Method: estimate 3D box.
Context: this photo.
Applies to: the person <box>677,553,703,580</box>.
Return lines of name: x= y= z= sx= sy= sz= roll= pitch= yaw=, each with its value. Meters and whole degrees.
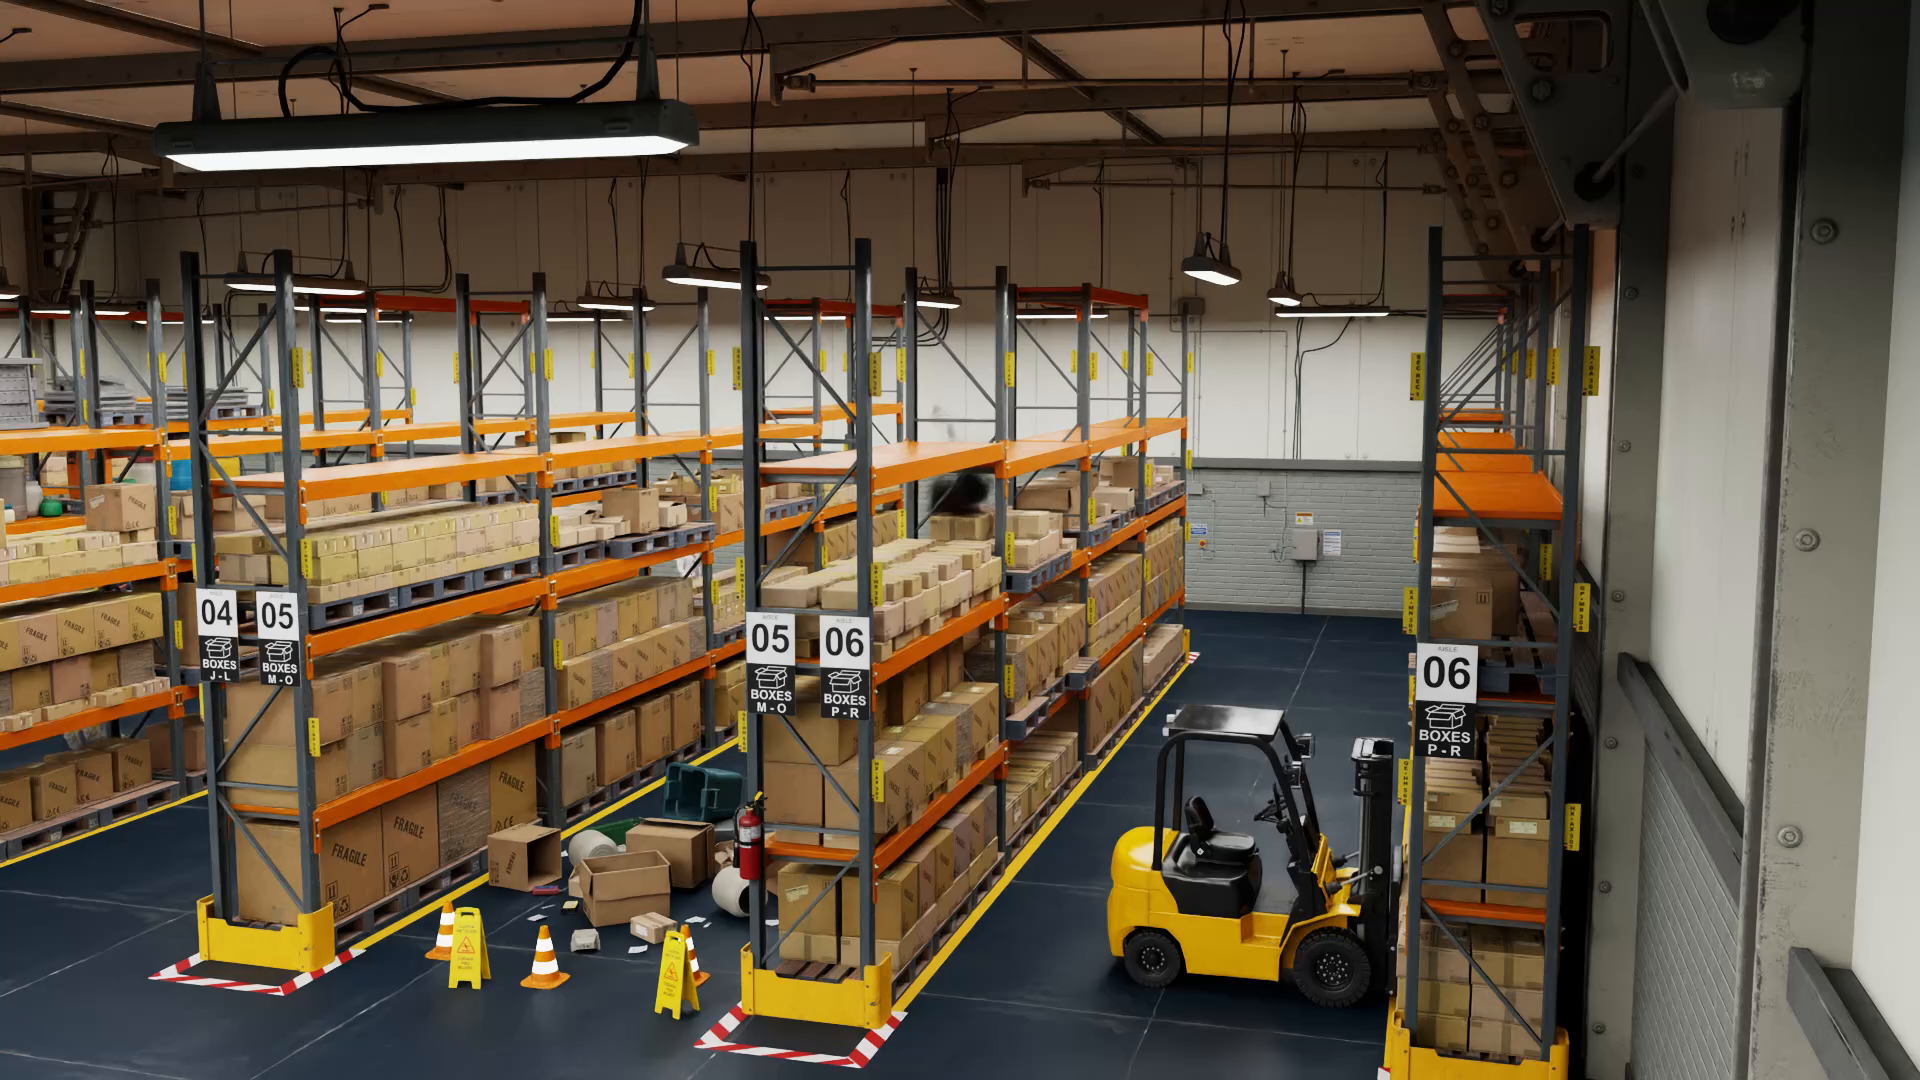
person: x=-5.038 y=0.780 z=31.532 sx=0.596 sy=1.710 sz=0.701 roll=5 pitch=8 yaw=37

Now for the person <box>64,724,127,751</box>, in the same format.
person: x=-10.750 y=2.009 z=20.562 sx=0.663 sy=1.745 sz=0.813 roll=2 pitch=7 yaw=18
